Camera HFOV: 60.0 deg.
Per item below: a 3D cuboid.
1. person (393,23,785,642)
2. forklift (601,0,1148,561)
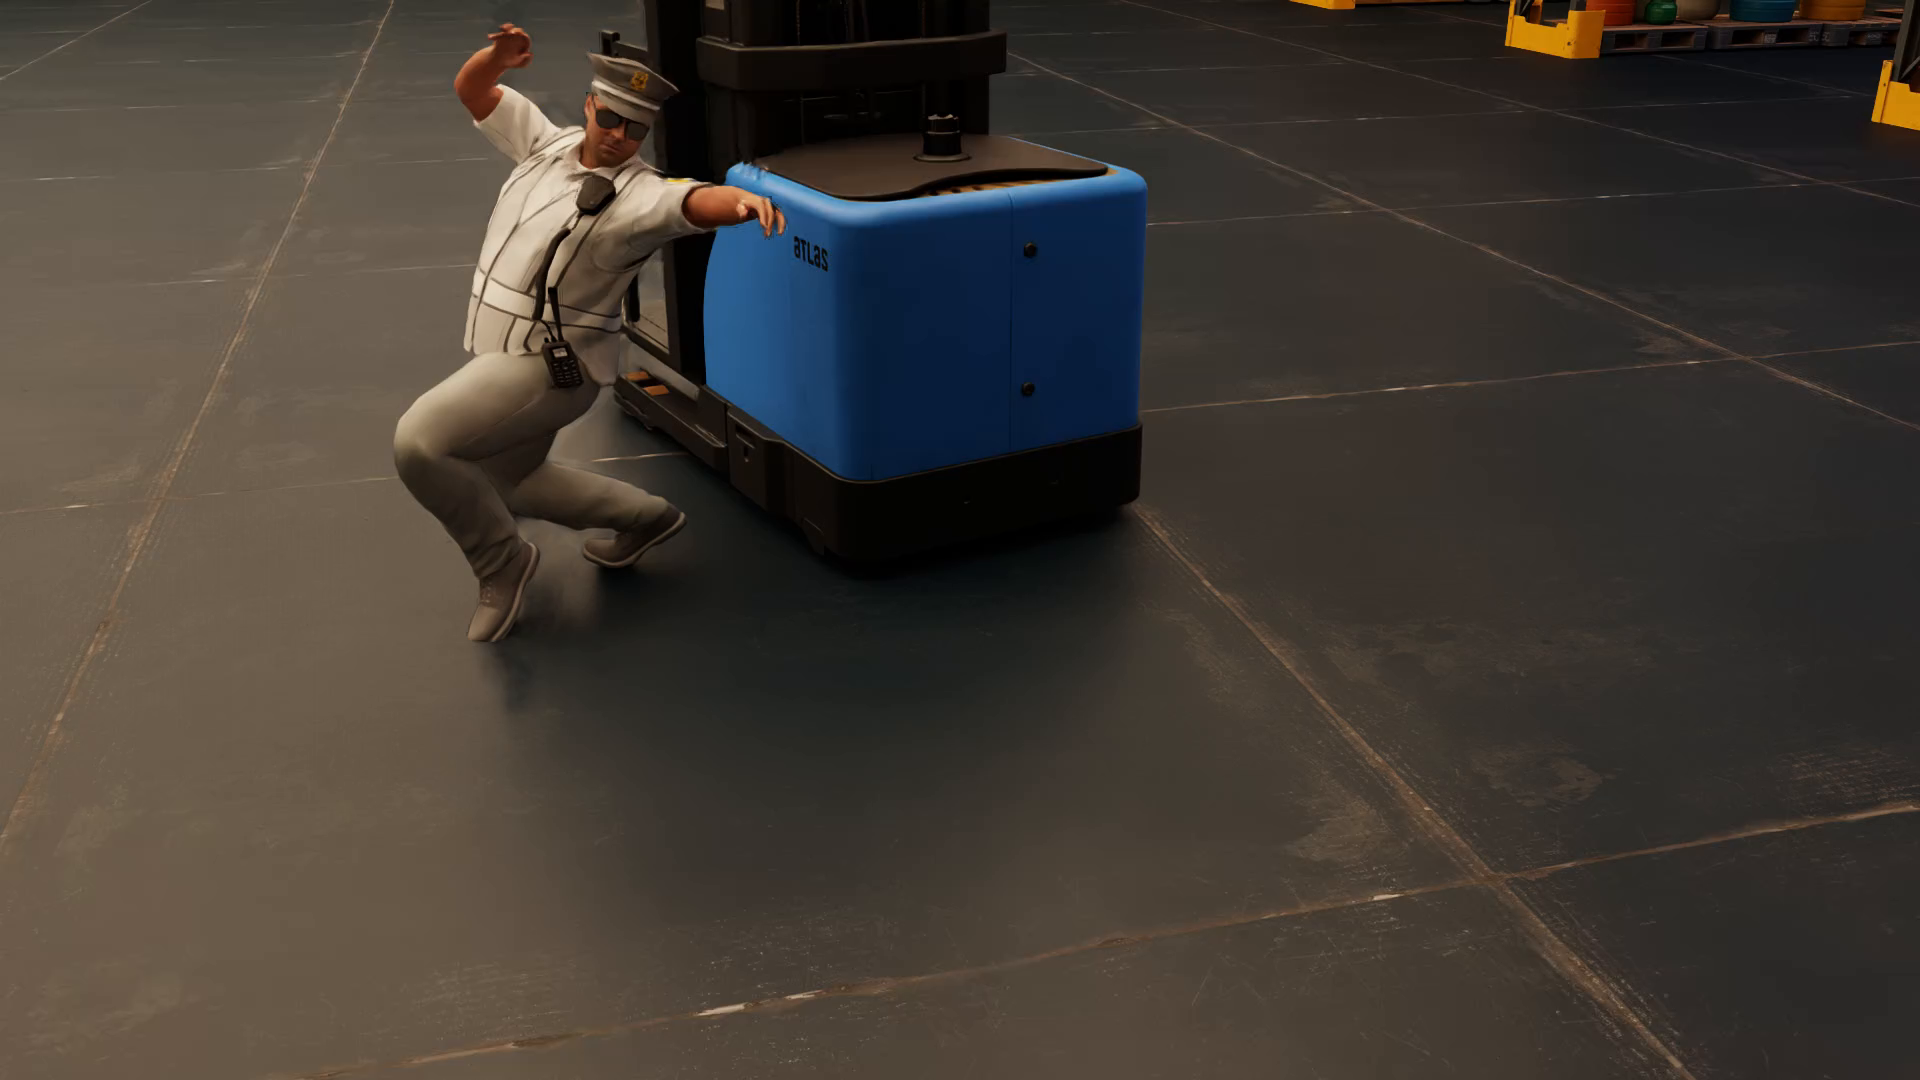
[{"bbox_3d":[-0.992,-0.464,4.215,0.863,1.601,1.107,-14,27,-30],"label":"person"},{"bbox_3d":[-0.619,-1.821,5.588,1.130,2.935,3.031,-13,26,-28],"label":"forklift"}]
